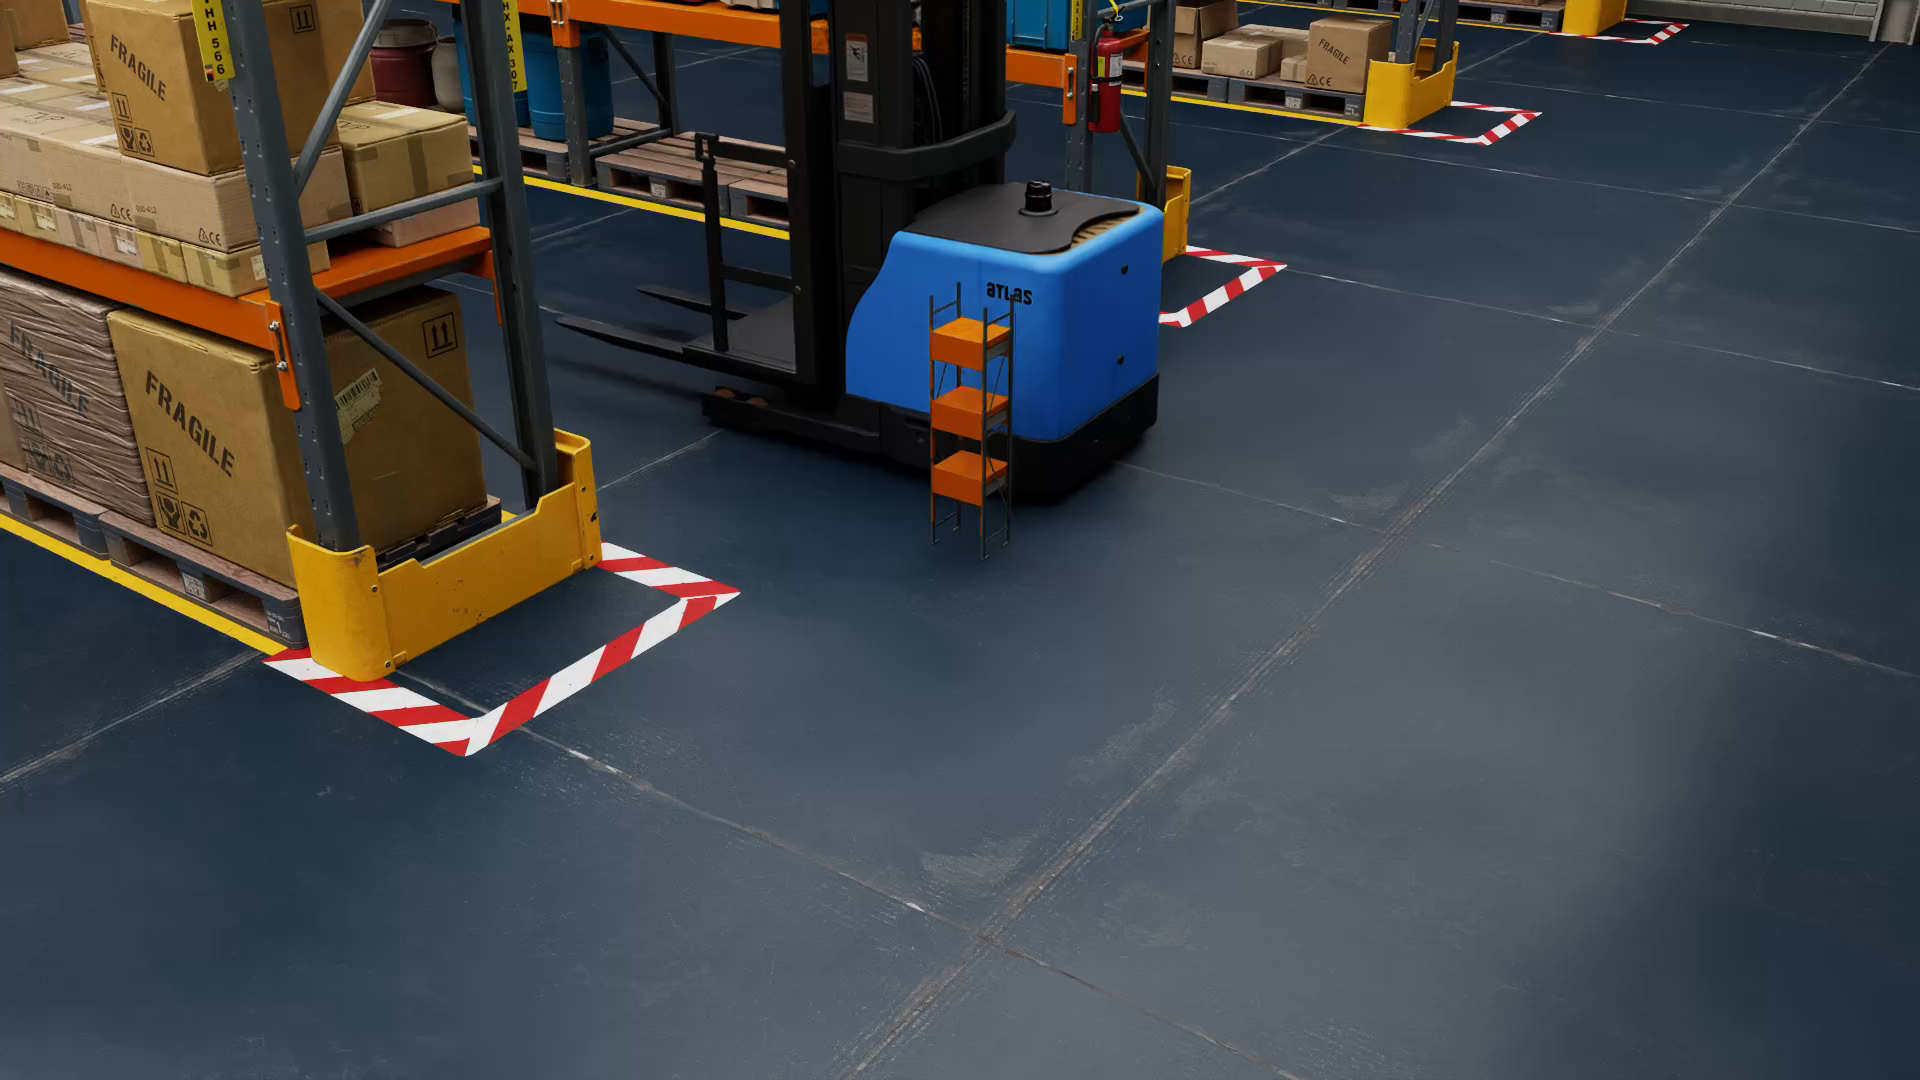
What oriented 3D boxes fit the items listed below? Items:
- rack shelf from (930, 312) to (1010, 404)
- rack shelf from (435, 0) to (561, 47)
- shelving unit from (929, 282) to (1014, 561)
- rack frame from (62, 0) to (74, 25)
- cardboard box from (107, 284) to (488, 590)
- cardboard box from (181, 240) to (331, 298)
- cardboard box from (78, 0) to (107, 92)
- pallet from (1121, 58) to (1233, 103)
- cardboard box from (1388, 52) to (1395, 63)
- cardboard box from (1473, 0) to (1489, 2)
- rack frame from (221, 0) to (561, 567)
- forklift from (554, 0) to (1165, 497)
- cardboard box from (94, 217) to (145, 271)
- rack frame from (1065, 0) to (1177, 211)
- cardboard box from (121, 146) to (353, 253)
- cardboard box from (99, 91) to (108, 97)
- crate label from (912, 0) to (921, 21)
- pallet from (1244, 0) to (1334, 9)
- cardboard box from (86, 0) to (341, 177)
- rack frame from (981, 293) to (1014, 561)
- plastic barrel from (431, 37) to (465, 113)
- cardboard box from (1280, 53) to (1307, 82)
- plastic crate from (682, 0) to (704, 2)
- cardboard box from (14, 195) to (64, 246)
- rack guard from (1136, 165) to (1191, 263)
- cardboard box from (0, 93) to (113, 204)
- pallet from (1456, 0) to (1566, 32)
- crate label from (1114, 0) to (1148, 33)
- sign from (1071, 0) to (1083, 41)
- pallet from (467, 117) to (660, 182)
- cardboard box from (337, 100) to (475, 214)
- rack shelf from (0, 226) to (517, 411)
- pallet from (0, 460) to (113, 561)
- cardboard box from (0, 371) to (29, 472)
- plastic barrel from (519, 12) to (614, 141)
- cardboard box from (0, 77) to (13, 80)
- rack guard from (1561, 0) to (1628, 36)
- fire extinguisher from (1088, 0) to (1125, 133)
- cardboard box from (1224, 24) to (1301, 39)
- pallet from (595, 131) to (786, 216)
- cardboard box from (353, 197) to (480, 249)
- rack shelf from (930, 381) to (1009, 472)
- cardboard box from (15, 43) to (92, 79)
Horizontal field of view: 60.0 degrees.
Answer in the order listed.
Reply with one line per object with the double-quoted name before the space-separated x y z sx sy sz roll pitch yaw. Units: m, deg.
"rack shelf" 0.044 -0.698 6.361 0.240 0.259 0.215 17 32 30
"rack shelf" -4.027 -4.171 12.433 4.000 0.370 1.077 17 32 30
"shelving unit" 0.044 -0.454 6.485 0.252 1.050 0.215 17 32 30
"rack frame" -8.973 -6.033 15.297 0.127 3.000 1.000 17 32 30
"cardboard box" -2.459 -0.474 6.254 0.875 0.875 0.875 17 32 30
"cardboard box" -2.366 -0.956 5.598 0.250 0.149 0.380 18 32 31
"cardboard box" -2.971 -1.983 6.350 0.500 0.500 0.500 16 31 29
"pallet" 2.004 -4.097 14.568 1.213 0.211 1.003 17 32 30
"cardboard box" 3.575 -3.964 13.889 0.250 0.149 0.380 17 32 30
"cardboard box" 5.481 -5.999 17.524 0.500 0.500 0.700 17 32 30
"rack frame" -1.886 -1.100 5.603 0.127 3.000 1.000 17 32 30
"forklift" -0.611 -1.983 7.415 3.031 2.935 1.130 16 31 29
"cardboard box" -2.788 -1.087 5.856 0.250 0.149 0.380 17 32 30
"rack frame" 0.919 -2.951 9.242 0.127 3.000 1.000 17 32 30
"cardboard box" -2.435 -1.190 5.619 0.500 0.250 0.500 17 31 30
"cardboard box" -2.973 -1.651 6.524 0.500 0.250 0.500 16 31 29
"crate label" -0.330 -3.144 9.846 0.243 0.136 0.396 17 32 30
"pallet" 3.813 -6.215 18.730 1.213 0.211 1.003 17 32 30
"cardboard box" -2.436 -1.526 5.453 0.500 0.500 0.500 18 32 31
"rack frame" 0.145 -0.423 6.423 0.008 1.050 0.200 17 32 30
"plastic barrel" -3.816 -3.563 12.724 0.421 0.512 0.421 0 27 0
"cardboard box" 2.856 -3.921 13.786 0.250 0.166 0.380 17 32 30
"plastic crate" -1.785 -3.711 10.597 0.583 0.464 0.402 17 32 30
"cardboard box" -3.208 -1.218 6.112 0.250 0.149 0.380 17 31 29
"rack guard" 0.946 -1.836 9.806 0.348 0.500 1.175 17 32 30
"cardboard box" -3.273 -1.452 6.132 0.500 0.250 0.500 16 31 29
"pallet" 5.824 -5.588 17.498 1.213 0.211 1.003 17 32 30
"crate label" 0.901 -3.090 9.633 0.303 0.233 0.416 17 32 30
"sign" 0.620 -2.814 8.793 0.005 0.325 0.100 17 32 30
"pallet" -2.991 -2.949 12.313 1.213 0.211 1.003 17 32 30
"cardboard box" -2.129 -1.389 6.010 0.500 0.250 0.500 16 31 29
"rack shelf" -3.534 -1.292 6.776 4.000 0.370 1.077 17 32 30
"pallet" -3.591 -0.346 7.198 1.213 0.211 1.003 17 32 30
"cardboard box" -3.942 -0.936 7.162 0.875 0.875 0.875 17 32 30
"plastic barrel" -2.817 -3.376 11.928 0.708 0.901 0.600 17 32 30
"cardboard box" -4.107 -1.713 6.647 0.500 0.250 0.500 18 32 32
"rack guard" 6.547 -5.535 17.075 0.348 0.500 1.175 17 32 30
"fire extinguisher" 0.786 -2.542 8.934 0.183 0.674 0.296 17 32 30
"cardboard box" 2.614 -4.275 14.390 0.500 0.250 0.500 17 32 30
"pallet" -1.751 -2.561 11.550 1.213 0.211 1.003 17 32 30
"cardboard box" -1.992 -1.202 6.082 0.250 0.149 0.380 18 32 31
"rack shelf" 0.044 -0.445 6.490 0.240 0.259 0.215 17 32 30
"cardboard box" -3.822 -1.914 7.042 0.500 0.250 0.500 18 32 31
